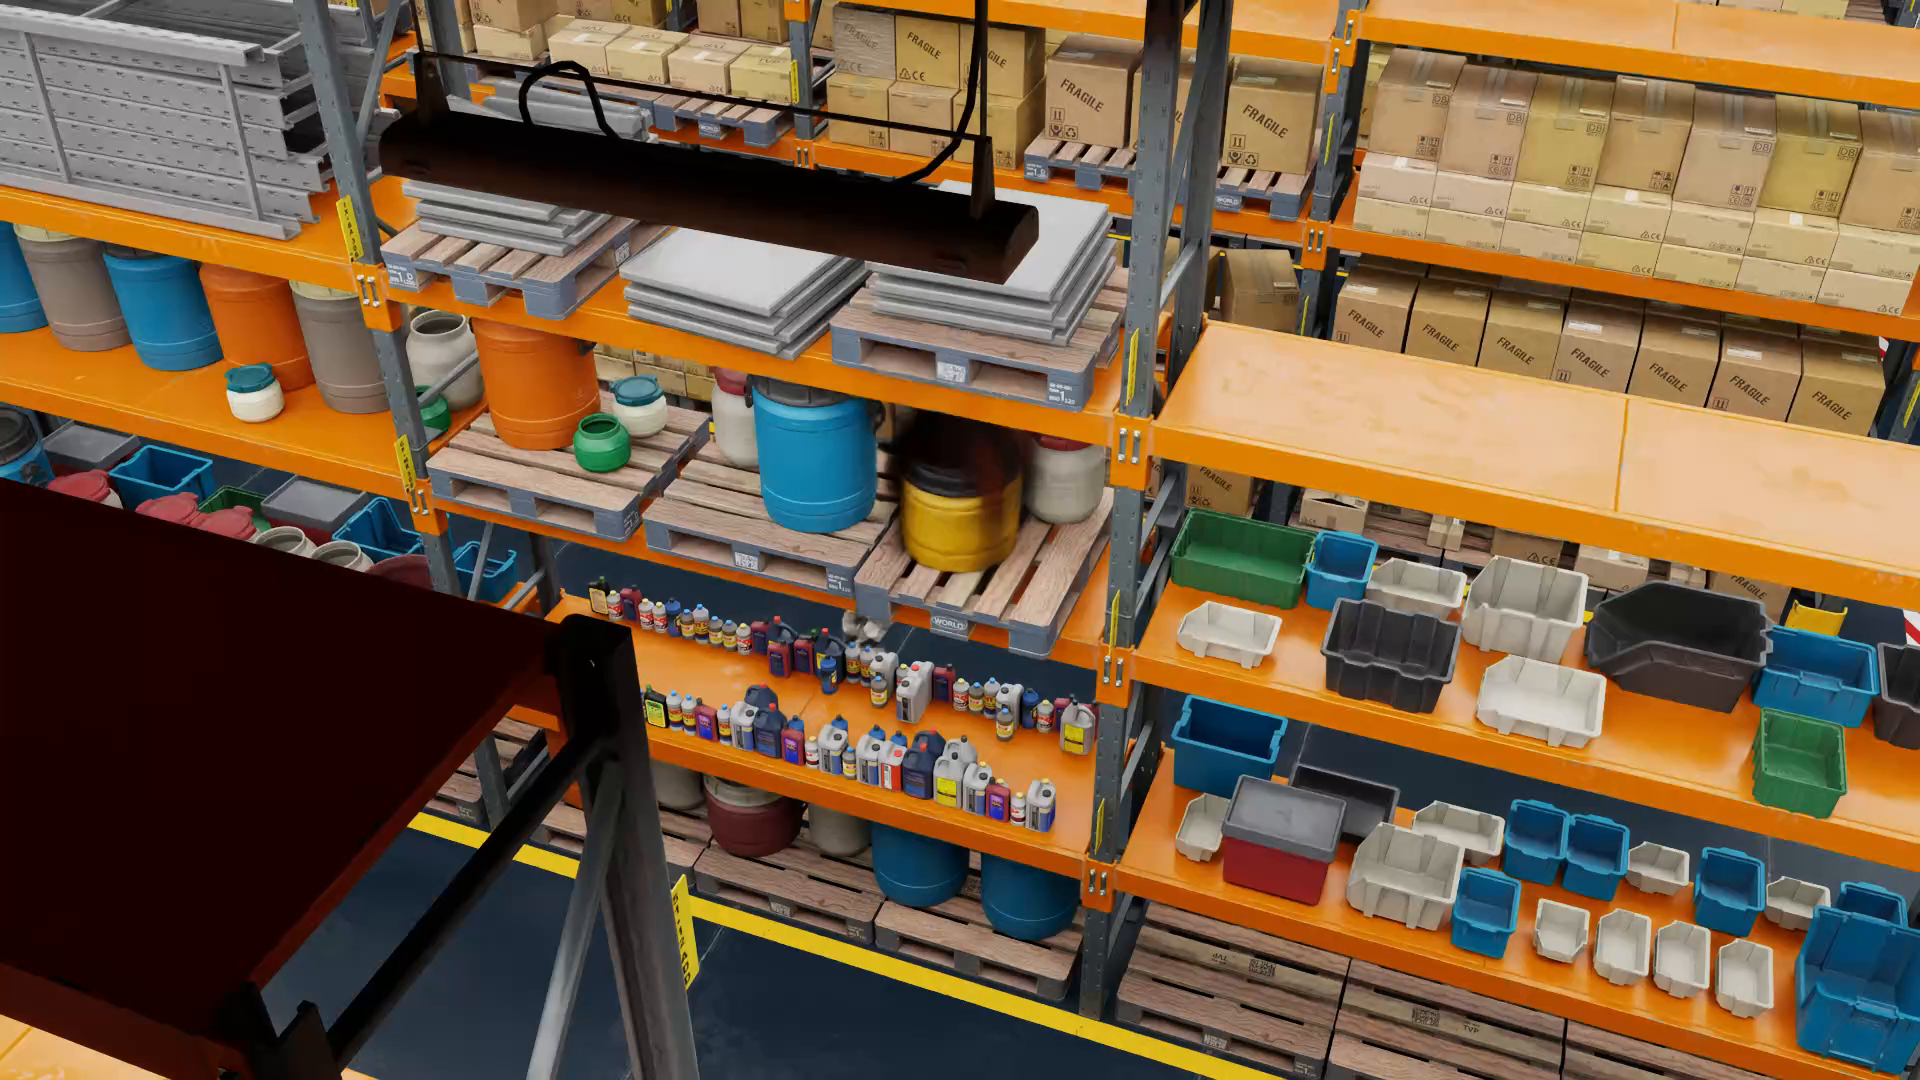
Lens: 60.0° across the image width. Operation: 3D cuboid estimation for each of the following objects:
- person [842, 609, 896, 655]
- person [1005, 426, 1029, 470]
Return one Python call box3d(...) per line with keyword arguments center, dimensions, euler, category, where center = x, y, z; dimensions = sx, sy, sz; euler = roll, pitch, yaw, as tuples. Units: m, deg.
box3d(center=(-0.655, 0.137, 11.440), dimensions=(0.536, 1.786, 0.531), euler=(-16, 39, -20), category="person")
box3d(center=(0.305, -0.495, 12.331), dimensions=(0.655, 1.801, 0.659), euler=(-30, 46, -34), category="person")
